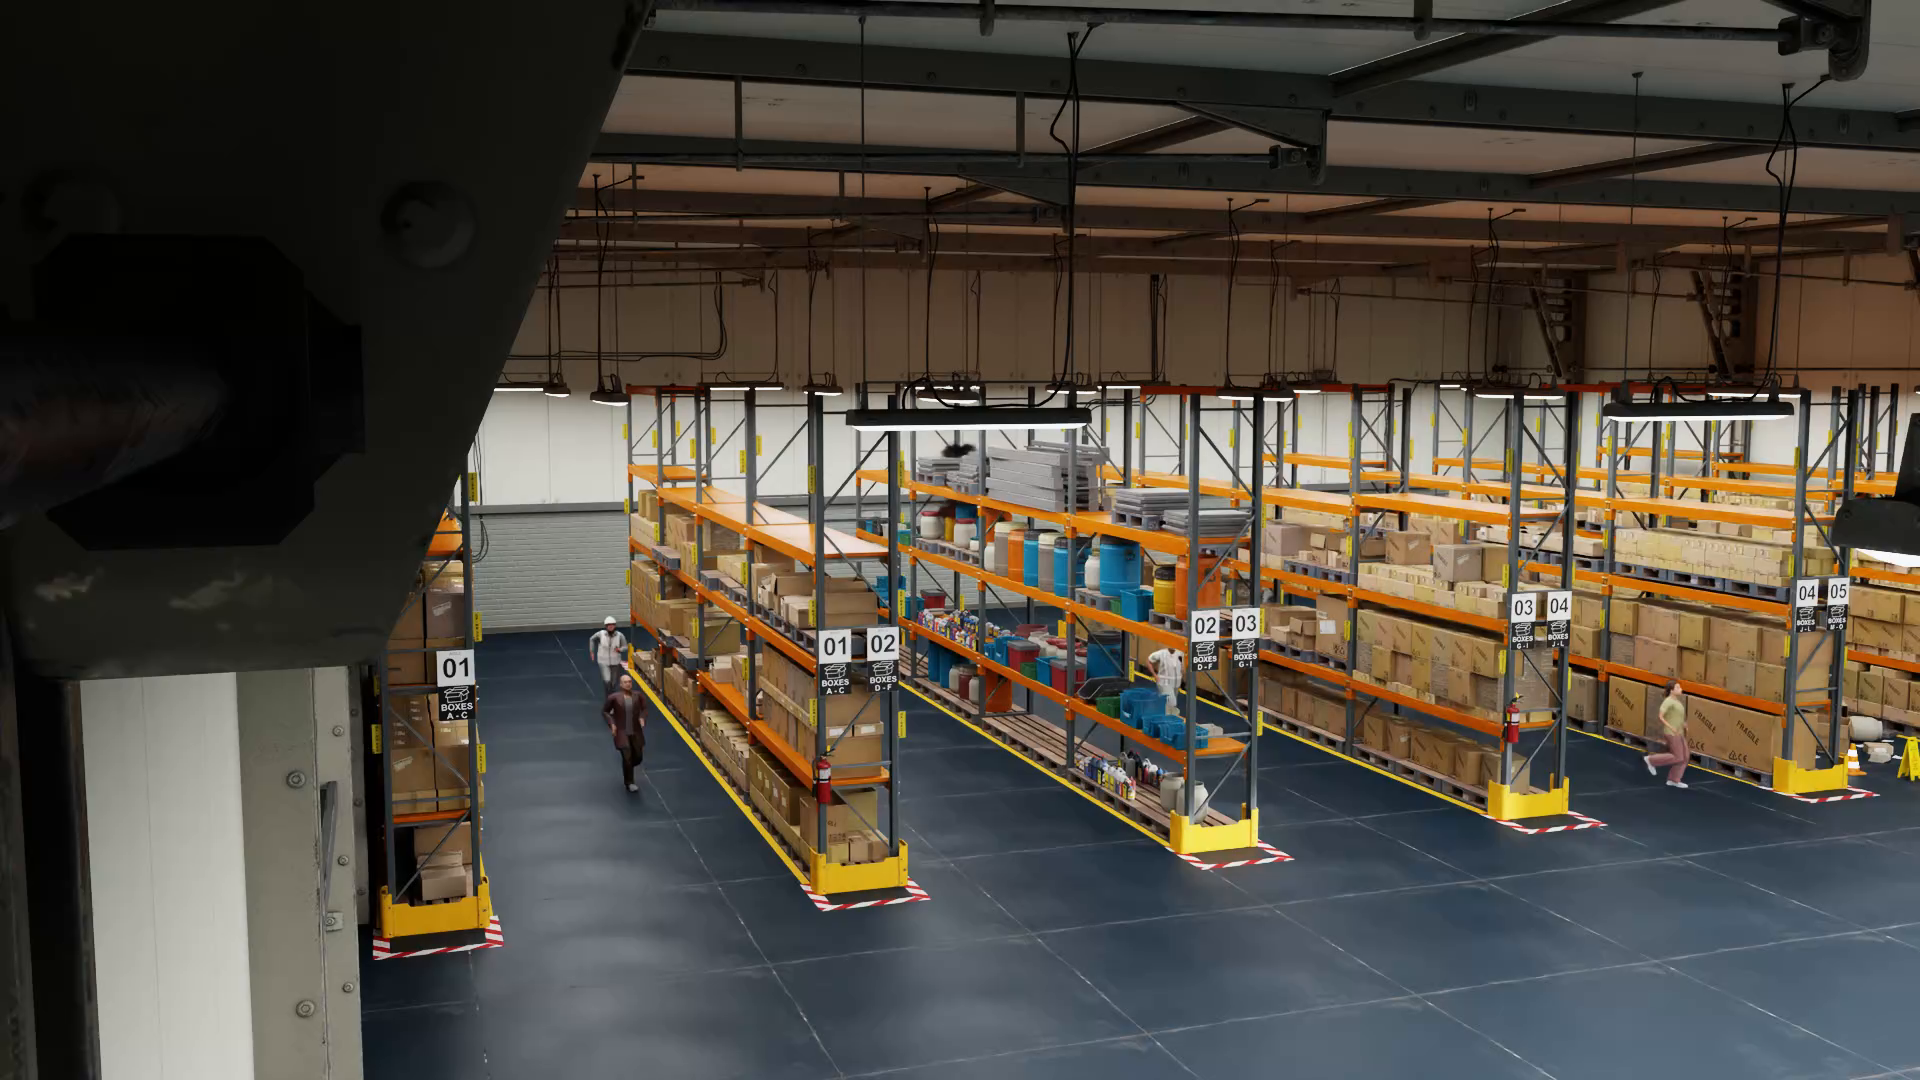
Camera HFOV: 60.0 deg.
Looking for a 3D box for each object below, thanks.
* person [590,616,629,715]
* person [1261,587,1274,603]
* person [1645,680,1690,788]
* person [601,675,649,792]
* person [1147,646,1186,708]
[{"bbox_3d":[-6.466,2.294,30.686,0.679,1.813,0.849,-2,6,-18],"label":"person"},{"bbox_3d":[7.714,1.230,41.559,0.769,1.645,0.636,-1,6,-13],"label":"person"},{"bbox_3d":[10.762,2.926,25.240,0.624,1.629,0.585,5,8,39],"label":"person"},{"bbox_3d":[-5.020,2.884,25.017,0.704,1.735,0.724,-3,7,-26],"label":"person"},{"bbox_3d":[3.587,2.518,28.642,0.636,1.836,0.827,-4,7,-32],"label":"person"}]
